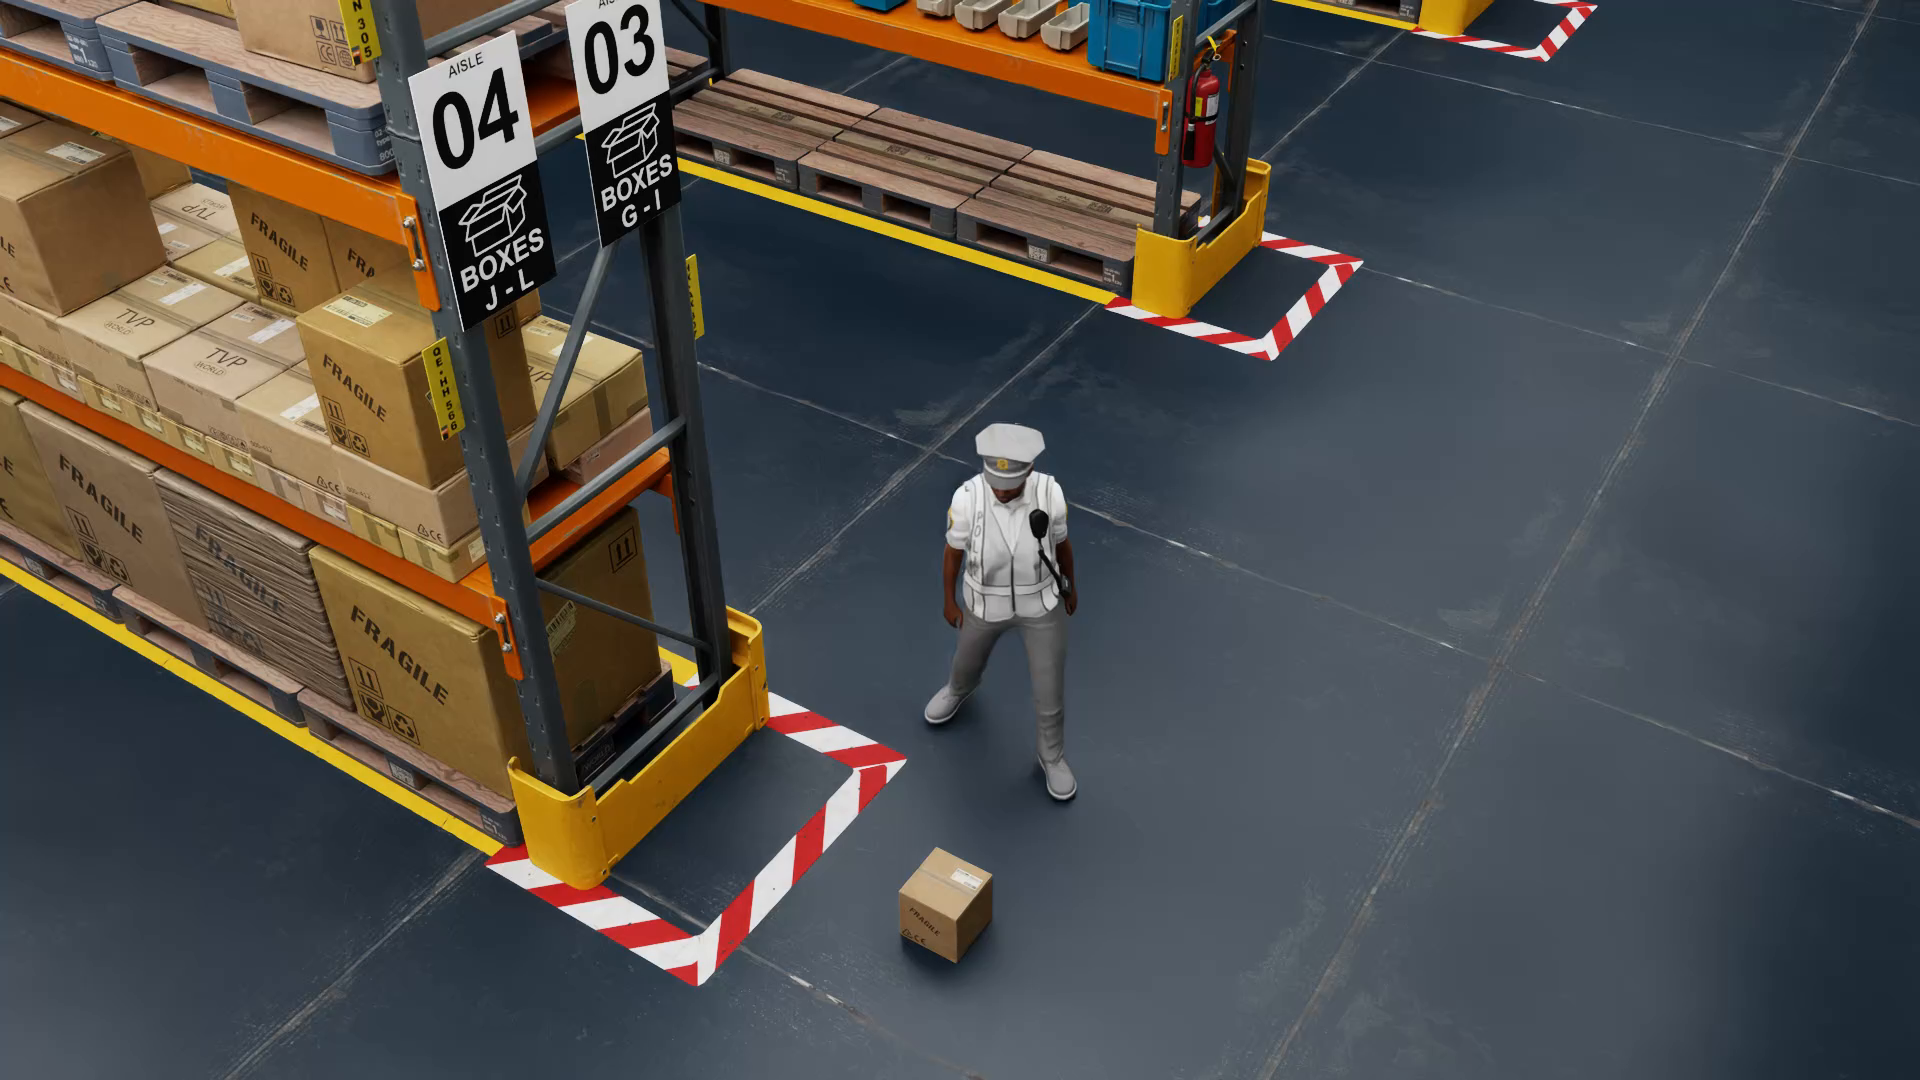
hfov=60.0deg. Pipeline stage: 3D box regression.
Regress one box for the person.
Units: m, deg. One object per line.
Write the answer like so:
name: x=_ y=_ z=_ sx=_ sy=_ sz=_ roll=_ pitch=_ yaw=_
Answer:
person: x=0.162 y=0.211 z=6.412 sx=0.621 sy=1.639 sz=0.663 roll=0 pitch=39 yaw=0
